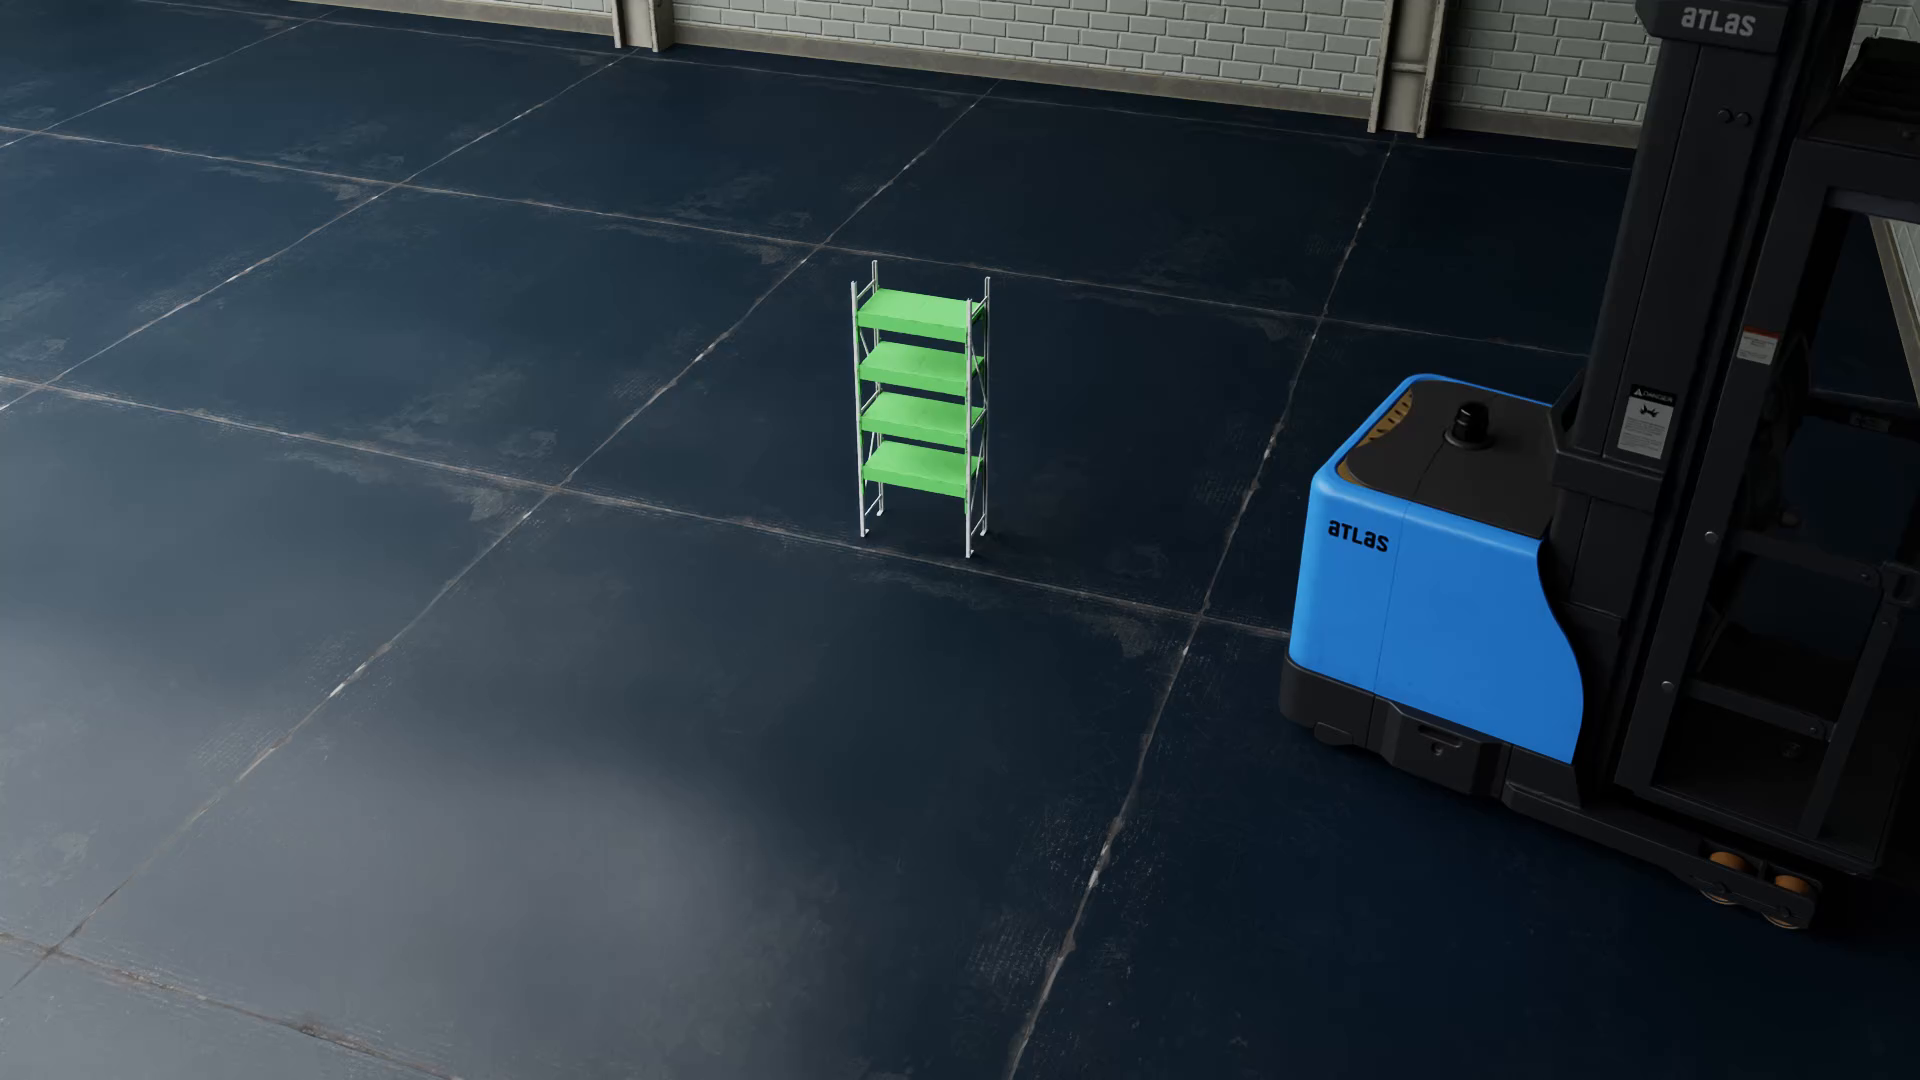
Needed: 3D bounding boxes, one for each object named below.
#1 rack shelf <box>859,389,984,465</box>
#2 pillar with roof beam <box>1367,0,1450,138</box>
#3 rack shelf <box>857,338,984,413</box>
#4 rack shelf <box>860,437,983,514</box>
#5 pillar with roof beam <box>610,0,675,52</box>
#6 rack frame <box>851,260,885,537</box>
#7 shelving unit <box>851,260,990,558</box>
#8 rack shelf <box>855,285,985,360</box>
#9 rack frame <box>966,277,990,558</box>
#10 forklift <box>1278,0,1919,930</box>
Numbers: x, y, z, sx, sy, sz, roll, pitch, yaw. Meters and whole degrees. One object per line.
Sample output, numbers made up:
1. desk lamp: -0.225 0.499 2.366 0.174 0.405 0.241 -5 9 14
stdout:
1. rack shelf: -0.156 -0.481 7.006 0.480 0.148 0.258 11 34 16
2. pillar with roof beam: 1.653 -4.497 5.918 0.400 9.000 9.100 11 34 16
3. rack shelf: -0.156 -0.682 6.876 0.480 0.148 0.258 11 34 16
4. rack shelf: -0.156 -0.279 7.136 0.480 0.148 0.258 11 34 16
5. pillar with roof beam: -3.996 -5.595 7.619 0.400 9.000 9.100 11 34 16
6. rack frame: -0.386 -0.579 7.041 0.015 1.200 0.240 11 34 16
7. shelving unit: -0.156 -0.534 6.971 0.503 1.200 0.258 11 34 16
8. rack shelf: -0.156 -0.884 6.746 0.480 0.148 0.258 11 34 16
9. rack frame: 0.074 -0.490 6.902 0.015 1.200 0.240 11 34 16
10. forklift: 2.689 -0.319 5.041 3.031 2.935 1.130 20 38 28
